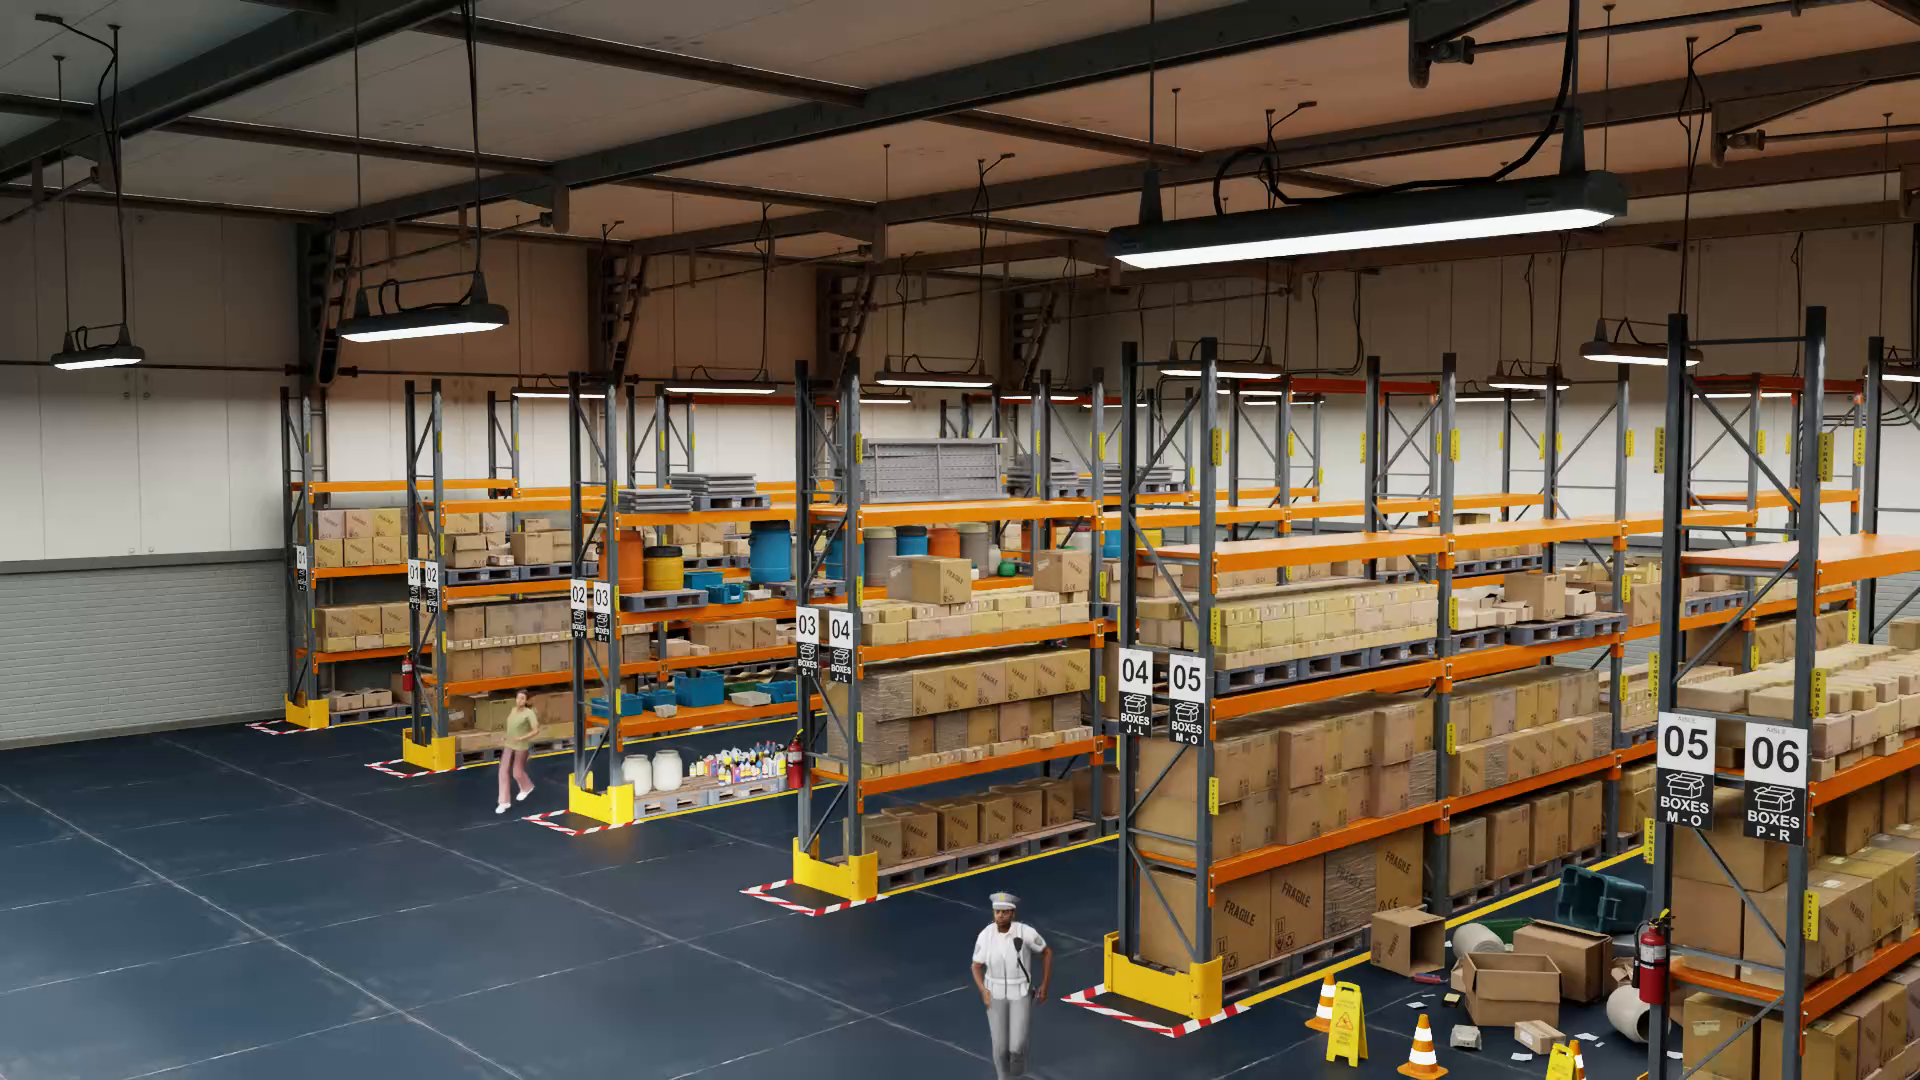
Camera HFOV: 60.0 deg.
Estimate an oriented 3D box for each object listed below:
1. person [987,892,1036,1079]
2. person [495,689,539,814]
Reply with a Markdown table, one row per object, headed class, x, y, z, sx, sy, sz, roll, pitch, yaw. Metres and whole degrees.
| class | x | y | z | sx | sy | sz | roll | pitch | yaw |
| --- | --- | --- | --- | --- | --- | --- | --- | --- | --- |
| person | 0.390 | 3.521 | 12.864 | 0.394 | 1.660 | 0.500 | 1 | 4 | 11 |
| person | -6.042 | 2.880 | 22.920 | 0.595 | 1.672 | 0.820 | 1 | 4 | 19 |
